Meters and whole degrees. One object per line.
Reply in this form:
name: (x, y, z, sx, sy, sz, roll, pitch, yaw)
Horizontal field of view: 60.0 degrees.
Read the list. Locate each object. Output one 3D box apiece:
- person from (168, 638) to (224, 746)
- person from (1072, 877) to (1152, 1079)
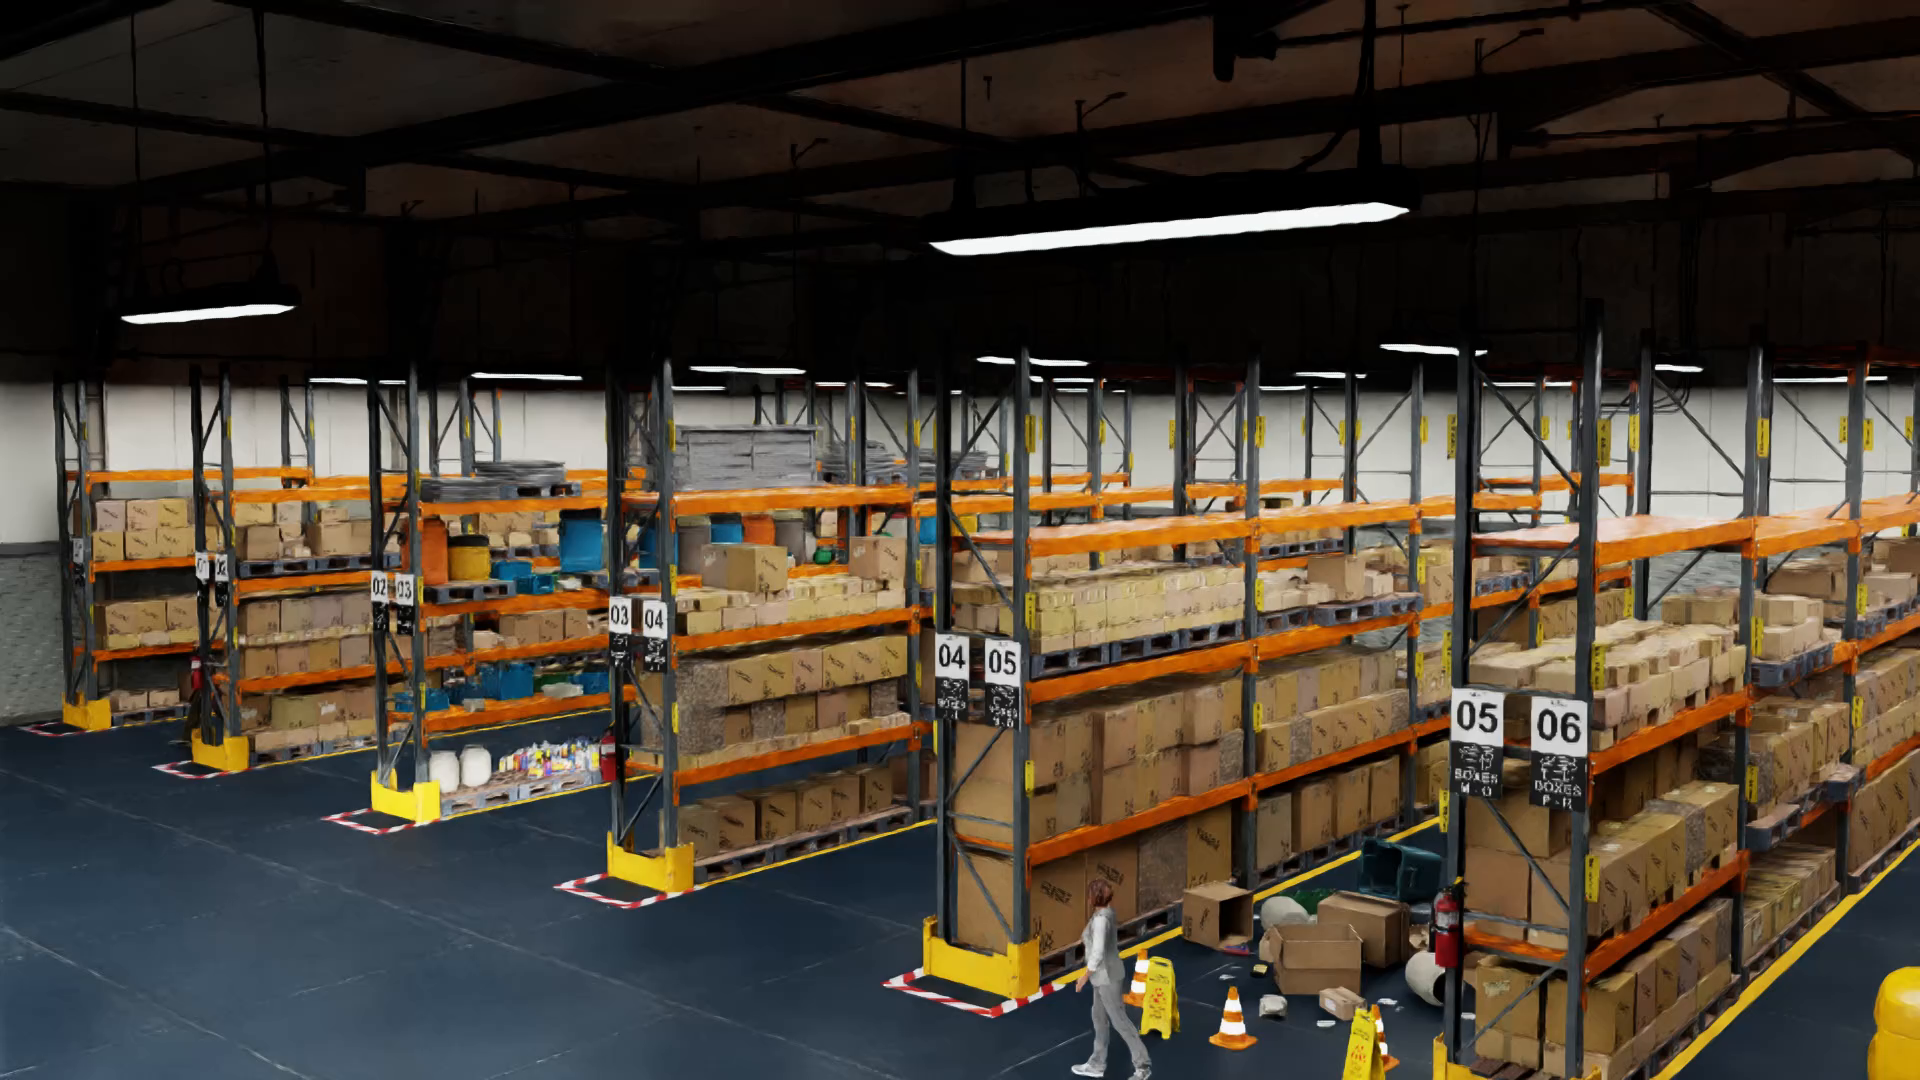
person: (-11.961, 2.382, 26.355, 0.603, 1.693, 1.111, 3, 5, 39)
person: (1.184, 3.437, 12.992, 0.640, 1.588, 0.442, 1, 4, 10)
